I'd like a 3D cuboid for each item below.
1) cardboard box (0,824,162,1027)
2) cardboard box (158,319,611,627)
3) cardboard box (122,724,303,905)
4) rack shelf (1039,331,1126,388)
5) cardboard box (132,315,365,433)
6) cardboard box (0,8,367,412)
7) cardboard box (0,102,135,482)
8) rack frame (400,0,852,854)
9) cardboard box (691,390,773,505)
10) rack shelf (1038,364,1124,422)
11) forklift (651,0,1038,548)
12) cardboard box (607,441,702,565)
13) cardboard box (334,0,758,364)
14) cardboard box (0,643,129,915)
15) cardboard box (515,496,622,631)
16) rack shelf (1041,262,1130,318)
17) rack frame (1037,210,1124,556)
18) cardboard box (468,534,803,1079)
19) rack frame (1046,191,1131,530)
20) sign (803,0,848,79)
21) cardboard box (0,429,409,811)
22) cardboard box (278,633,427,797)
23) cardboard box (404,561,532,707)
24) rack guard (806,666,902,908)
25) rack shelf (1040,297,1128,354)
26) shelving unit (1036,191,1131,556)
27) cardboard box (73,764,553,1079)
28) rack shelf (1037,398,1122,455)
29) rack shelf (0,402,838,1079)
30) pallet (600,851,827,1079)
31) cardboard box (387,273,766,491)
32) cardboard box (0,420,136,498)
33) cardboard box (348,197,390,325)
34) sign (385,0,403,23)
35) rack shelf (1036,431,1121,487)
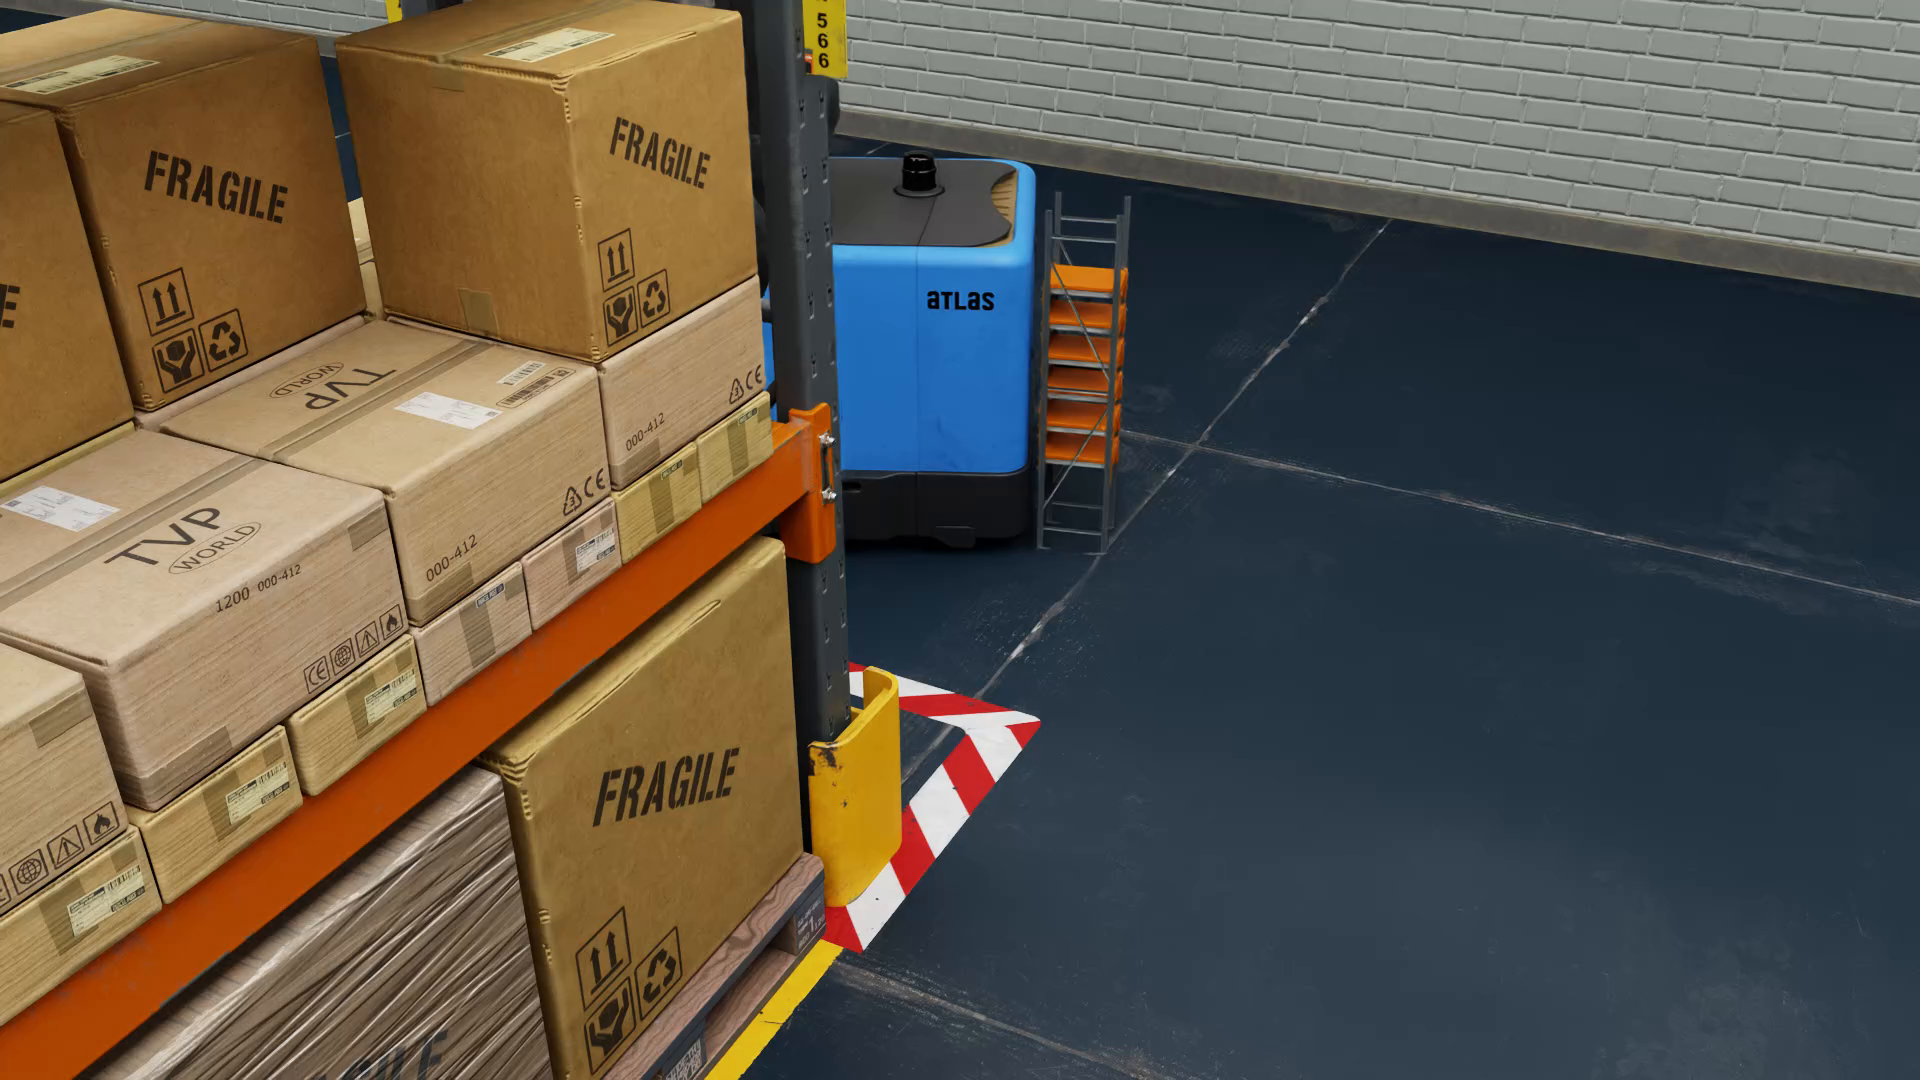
[{"bbox_3d":[-1.305,0.449,2.207,0.380,0.149,0.250,15,33,24],"label":"cardboard box"},{"bbox_3d":[-0.955,-0.134,2.823,0.500,0.250,0.500,14,33,22],"label":"cardboard box"},{"bbox_3d":[-1.190,0.340,2.398,0.380,0.149,0.250,14,33,23],"label":"cardboard box"},{"bbox_3d":[0.400,-0.590,5.421,0.258,0.103,0.180,6,30,11],"label":"rack shelf"},{"bbox_3d":[-1.429,-0.250,3.025,0.500,0.250,0.500,14,33,23],"label":"cardboard box"},{"bbox_3d":[-1.426,-0.586,2.857,0.500,0.500,0.500,13,33,22],"label":"cardboard box"},{"bbox_3d":[-1.657,-0.355,2.454,0.500,0.500,0.500,13,32,22],"label":"cardboard box"},{"bbox_3d":[-0.739,-0.570,3.730,1.000,3.000,0.127,14,33,23],"label":"rack frame"},{"bbox_3d":[-0.608,-0.228,3.387,0.380,0.149,0.250,15,33,24],"label":"cardboard box"},{"bbox_3d":[0.400,-0.486,5.480,0.258,0.103,0.180,6,30,11],"label":"rack shelf"},{"bbox_3d":[-1.251,-1.512,5.440,3.031,2.935,1.130,2,30,3],"label":"forklift"},{"bbox_3d":[-0.725,-0.113,3.186,0.380,0.149,0.250,15,33,24],"label":"cardboard box"},{"bbox_3d":[-0.727,-0.683,3.026,0.500,0.500,0.500,15,33,24],"label":"cardboard box"},{"bbox_3d":[-1.421,0.324,2.026,0.500,0.250,0.500,14,33,23],"label":"cardboard box"},{"bbox_3d":[-0.841,-0.001,2.992,0.380,0.149,0.250,14,33,23],"label":"cardboard box"},{"bbox_3d":[0.400,-0.798,5.301,0.258,0.103,0.180,6,30,11],"label":"rack shelf"},{"bbox_3d":[0.380,-0.480,5.381,0.240,1.200,0.006,6,30,11],"label":"rack frame"},{"bbox_3d":[-0.960,0.471,3.629,0.875,0.875,0.875,14,33,23],"label":"cardboard box"},{"bbox_3d":[0.419,-0.569,5.536,0.240,1.200,0.006,6,30,11],"label":"rack frame"},{"bbox_3d":[-0.262,-1.045,3.157,0.100,0.325,0.005,14,33,23],"label":"sign"},{"bbox_3d":[-1.187,0.092,2.430,0.500,0.250,0.500,13,32,22],"label":"cardboard box"},{"bbox_3d":[-1.072,0.225,2.598,0.380,0.149,0.250,14,33,22],"label":"cardboard box"},{"bbox_3d":[-0.956,0.109,2.800,0.380,0.149,0.250,15,33,24],"label":"cardboard box"},{"bbox_3d":[-0.728,0.504,4.371,1.175,0.500,0.348,14,33,23],"label":"rack guard"},{"bbox_3d":[0.400,-0.694,5.361,0.258,0.103,0.180,6,30,11],"label":"rack shelf"},{"bbox_3d":[0.400,-0.524,5.458,0.258,1.200,0.189,6,30,11],"label":"shelving unit"},{"bbox_3d":[-1.374,0.875,2.926,0.875,0.875,0.875,14,33,23],"label":"cardboard box"},{"bbox_3d":[0.400,-0.382,5.540,0.258,0.103,0.180,6,30,11],"label":"rack shelf"},{"bbox_3d":[-1.650,0.629,2.365,1.077,0.370,4.000,14,33,23],"label":"rack shelf"},{"bbox_3d":[-1.034,1.012,3.776,1.003,0.211,1.213,14,33,23],"label":"pallet"},{"bbox_3d":[-0.724,-0.359,3.214,0.500,0.250,0.500,14,33,23],"label":"cardboard box"},{"bbox_3d":[-1.661,-0.028,2.639,0.500,0.250,0.500,13,32,22],"label":"cardboard box"},{"bbox_3d":[-1.198,-0.482,3.429,0.500,0.250,0.500,13,32,22],"label":"cardboard box"},{"bbox_3d":[-1.231,-1.108,3.718,0.100,0.325,0.005,14,33,23],"label":"sign"},{"bbox_3d":[0.400,-0.278,5.600,0.258,0.103,0.180,6,30,11],"label":"rack shelf"}]
